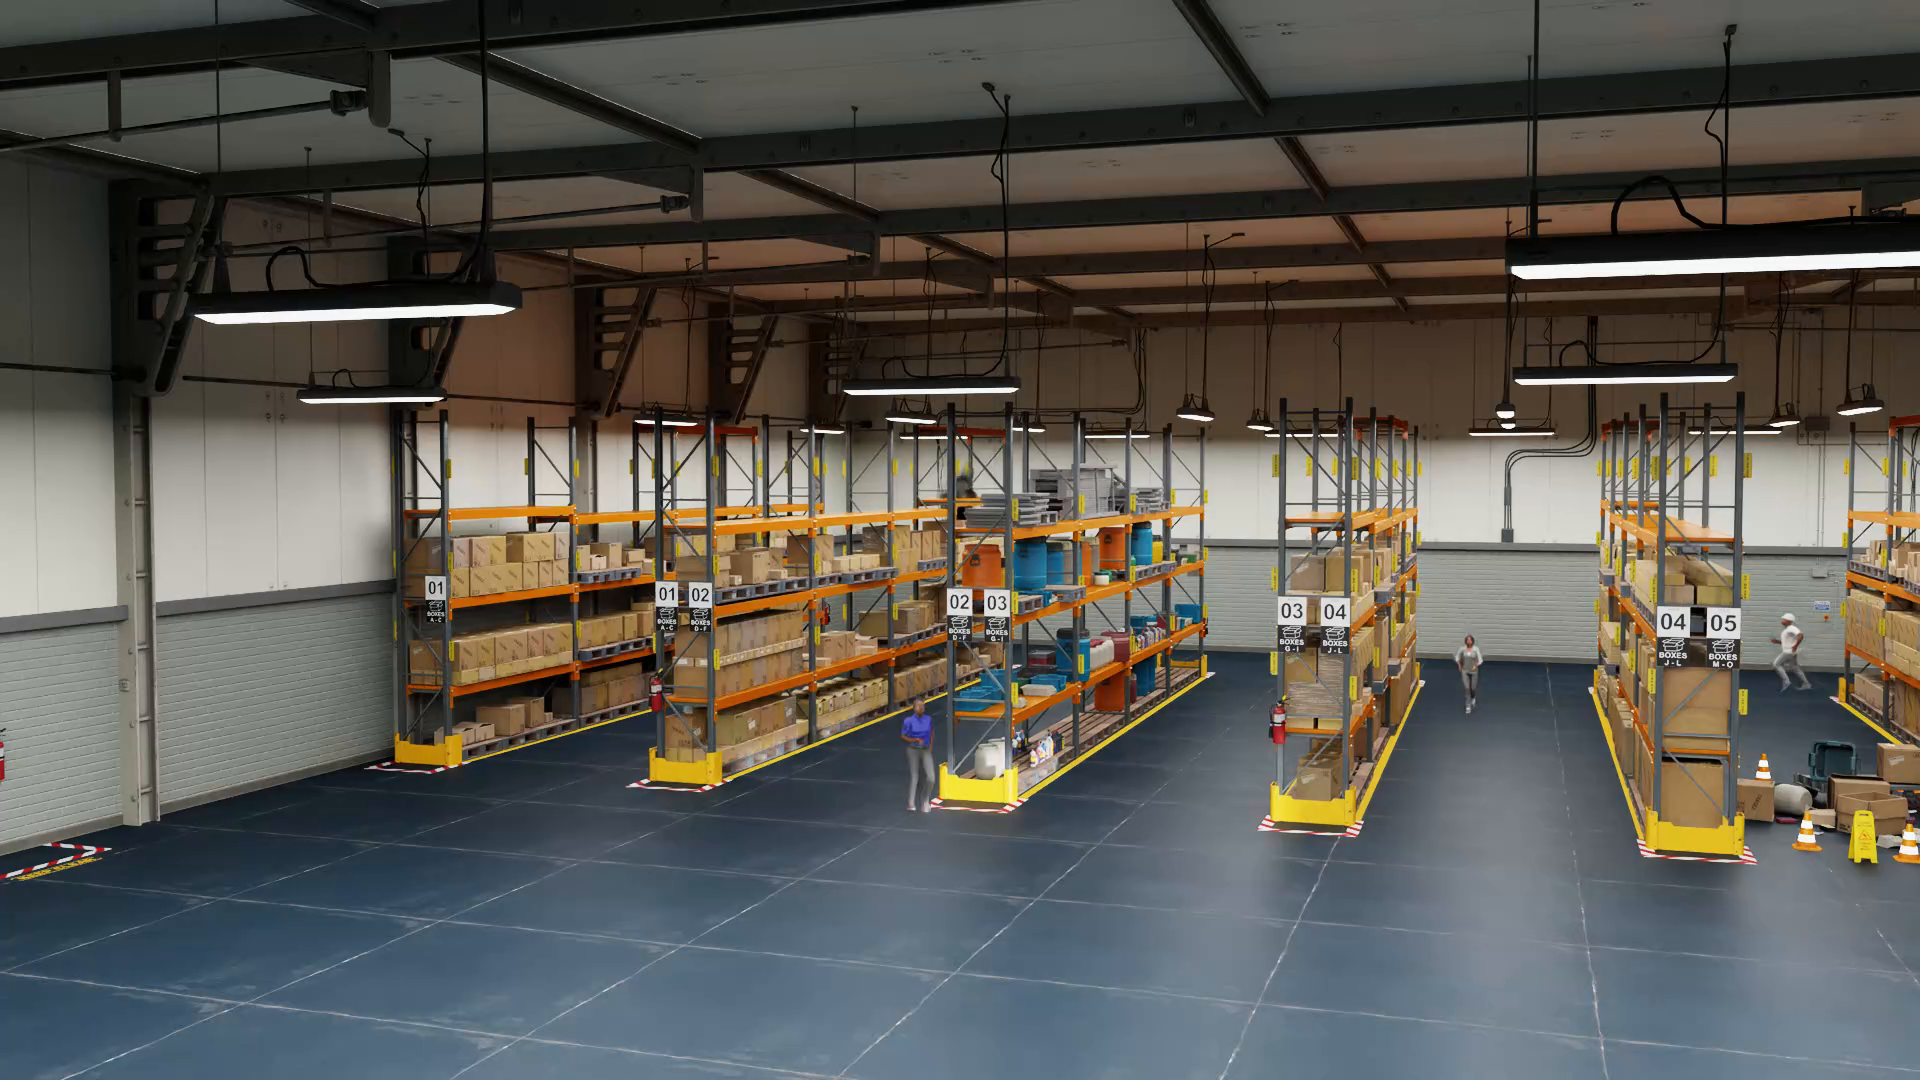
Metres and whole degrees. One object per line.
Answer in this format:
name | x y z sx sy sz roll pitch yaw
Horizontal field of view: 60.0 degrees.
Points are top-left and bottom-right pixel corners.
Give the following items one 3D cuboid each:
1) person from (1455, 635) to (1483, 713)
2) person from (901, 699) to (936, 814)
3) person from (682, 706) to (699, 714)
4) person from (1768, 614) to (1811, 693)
person | 10.490 2.747 34.291 0.547 1.588 0.669 1 3 19
person | -0.574 3.150 24.150 0.574 1.687 0.604 -1 3 -22
person | -5.045 2.786 31.185 0.690 1.755 0.812 0 2 8
person | 18.500 2.531 37.086 0.867 1.769 0.712 1 3 29
